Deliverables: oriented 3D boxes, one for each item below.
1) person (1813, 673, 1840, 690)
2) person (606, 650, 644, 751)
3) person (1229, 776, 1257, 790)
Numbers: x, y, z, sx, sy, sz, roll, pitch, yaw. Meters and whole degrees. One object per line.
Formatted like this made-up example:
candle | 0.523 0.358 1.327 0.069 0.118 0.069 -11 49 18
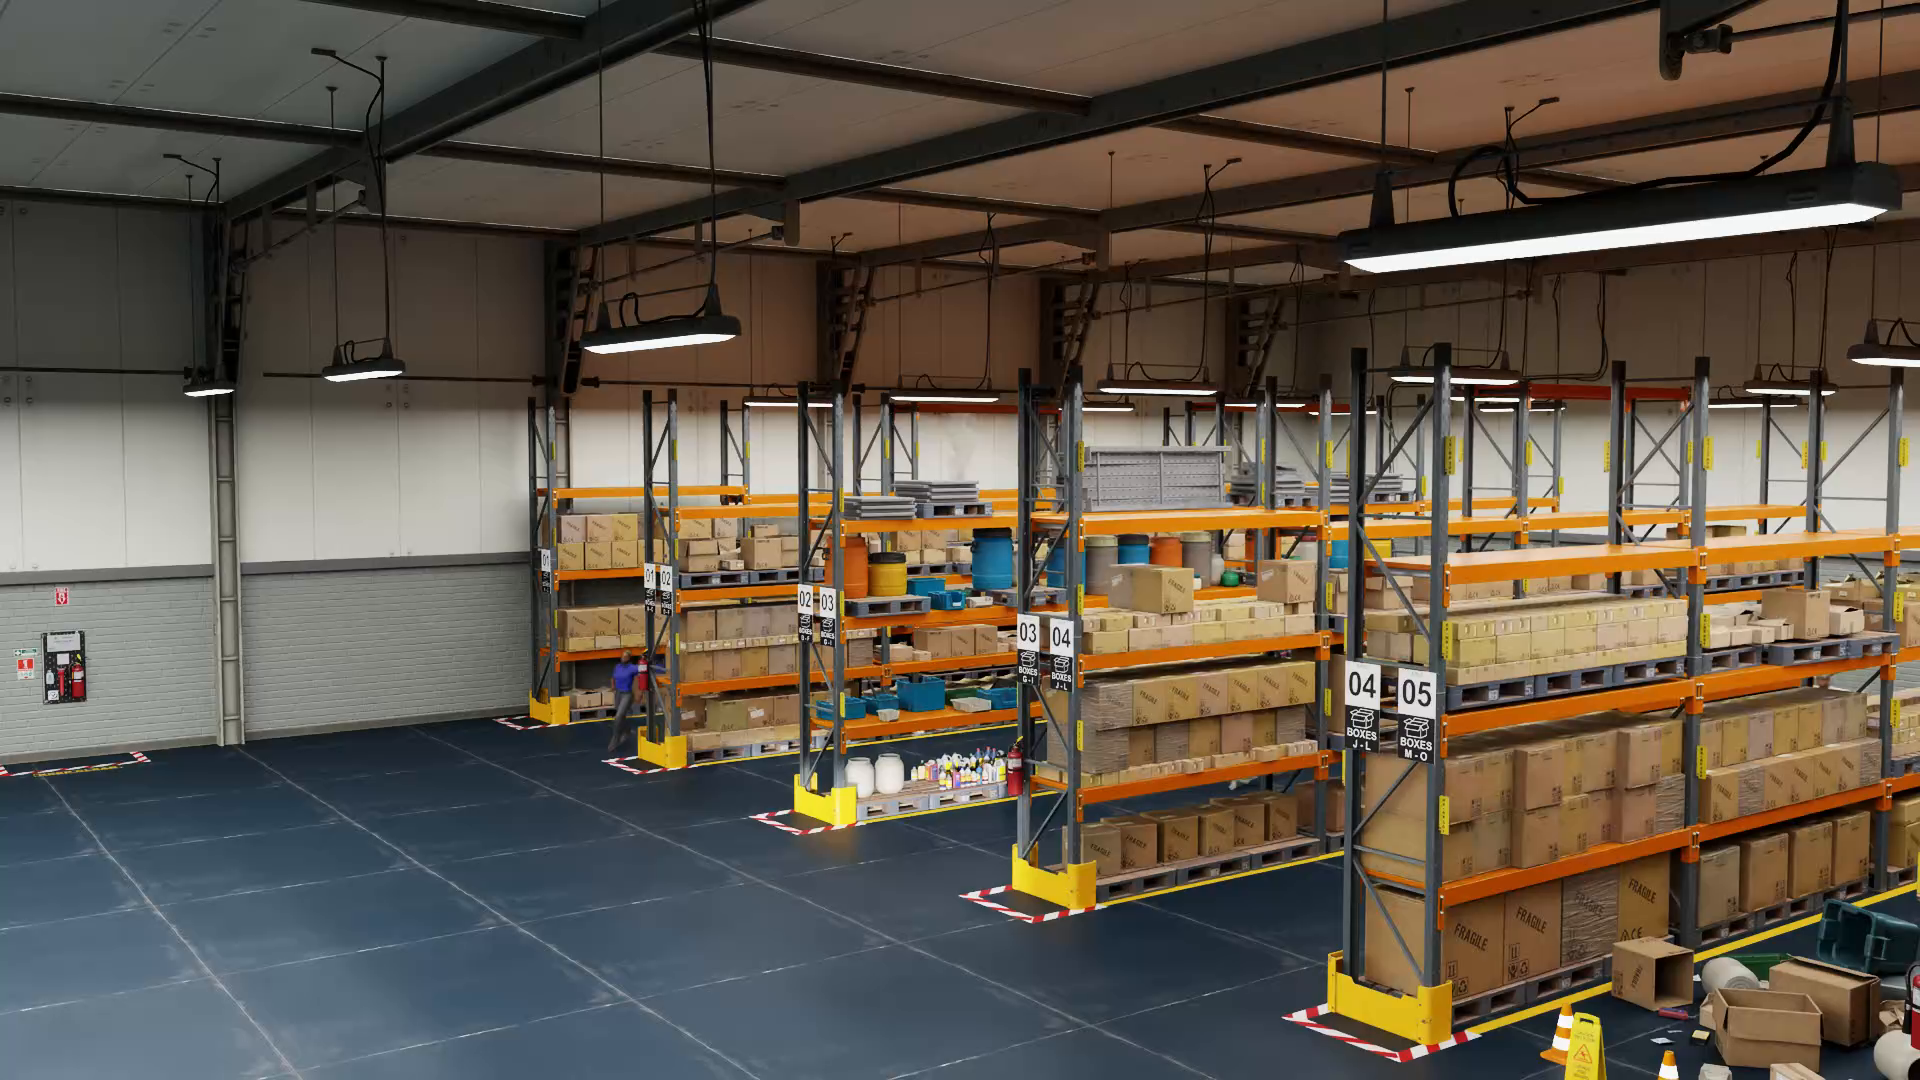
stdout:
person | 12.889 2.813 24.813 0.872 1.815 0.683 -3 5 -42
person | -5.639 2.687 28.080 0.658 1.688 0.829 2 4 27
person | 4.152 2.868 24.744 0.589 1.665 0.806 3 5 44
